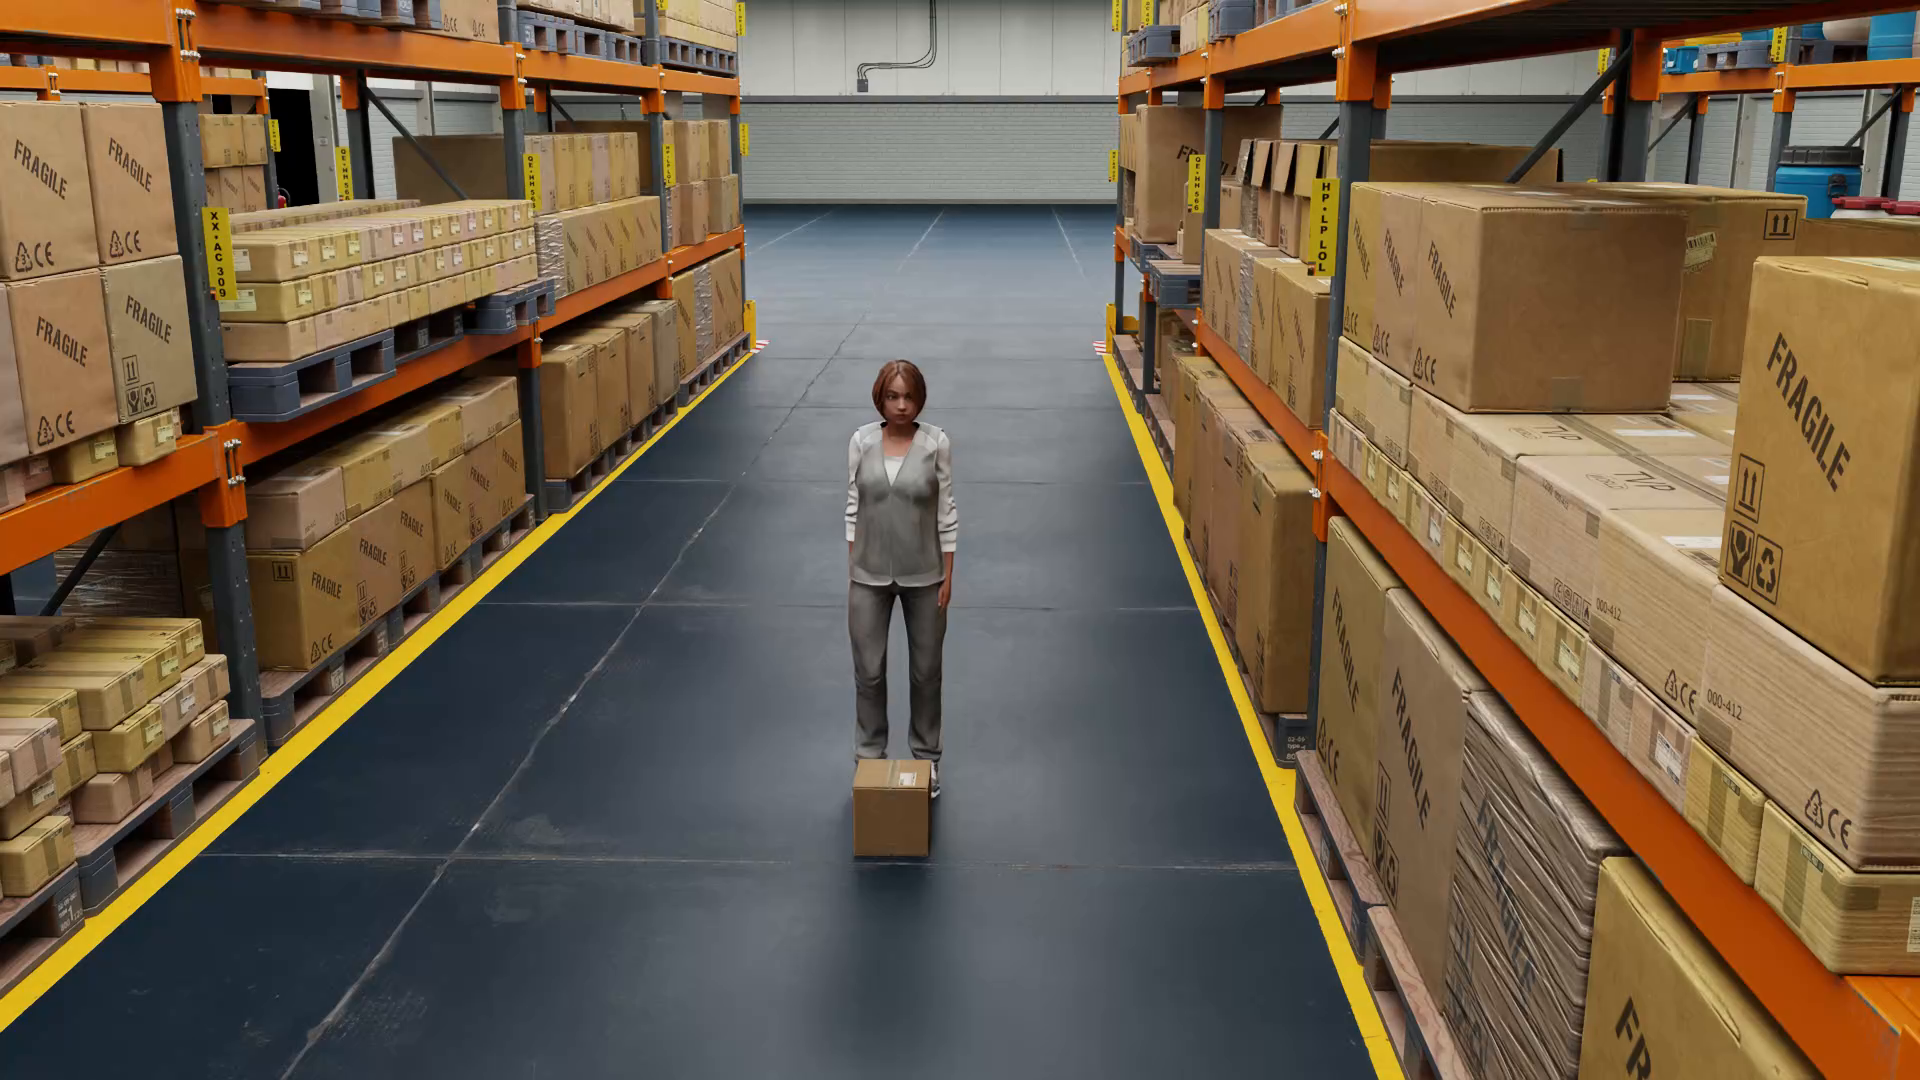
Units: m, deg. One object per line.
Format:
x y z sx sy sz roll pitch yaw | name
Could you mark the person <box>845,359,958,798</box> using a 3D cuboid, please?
-0.208 0.147 5.952 0.404 1.598 0.312 1 14 3 | person
